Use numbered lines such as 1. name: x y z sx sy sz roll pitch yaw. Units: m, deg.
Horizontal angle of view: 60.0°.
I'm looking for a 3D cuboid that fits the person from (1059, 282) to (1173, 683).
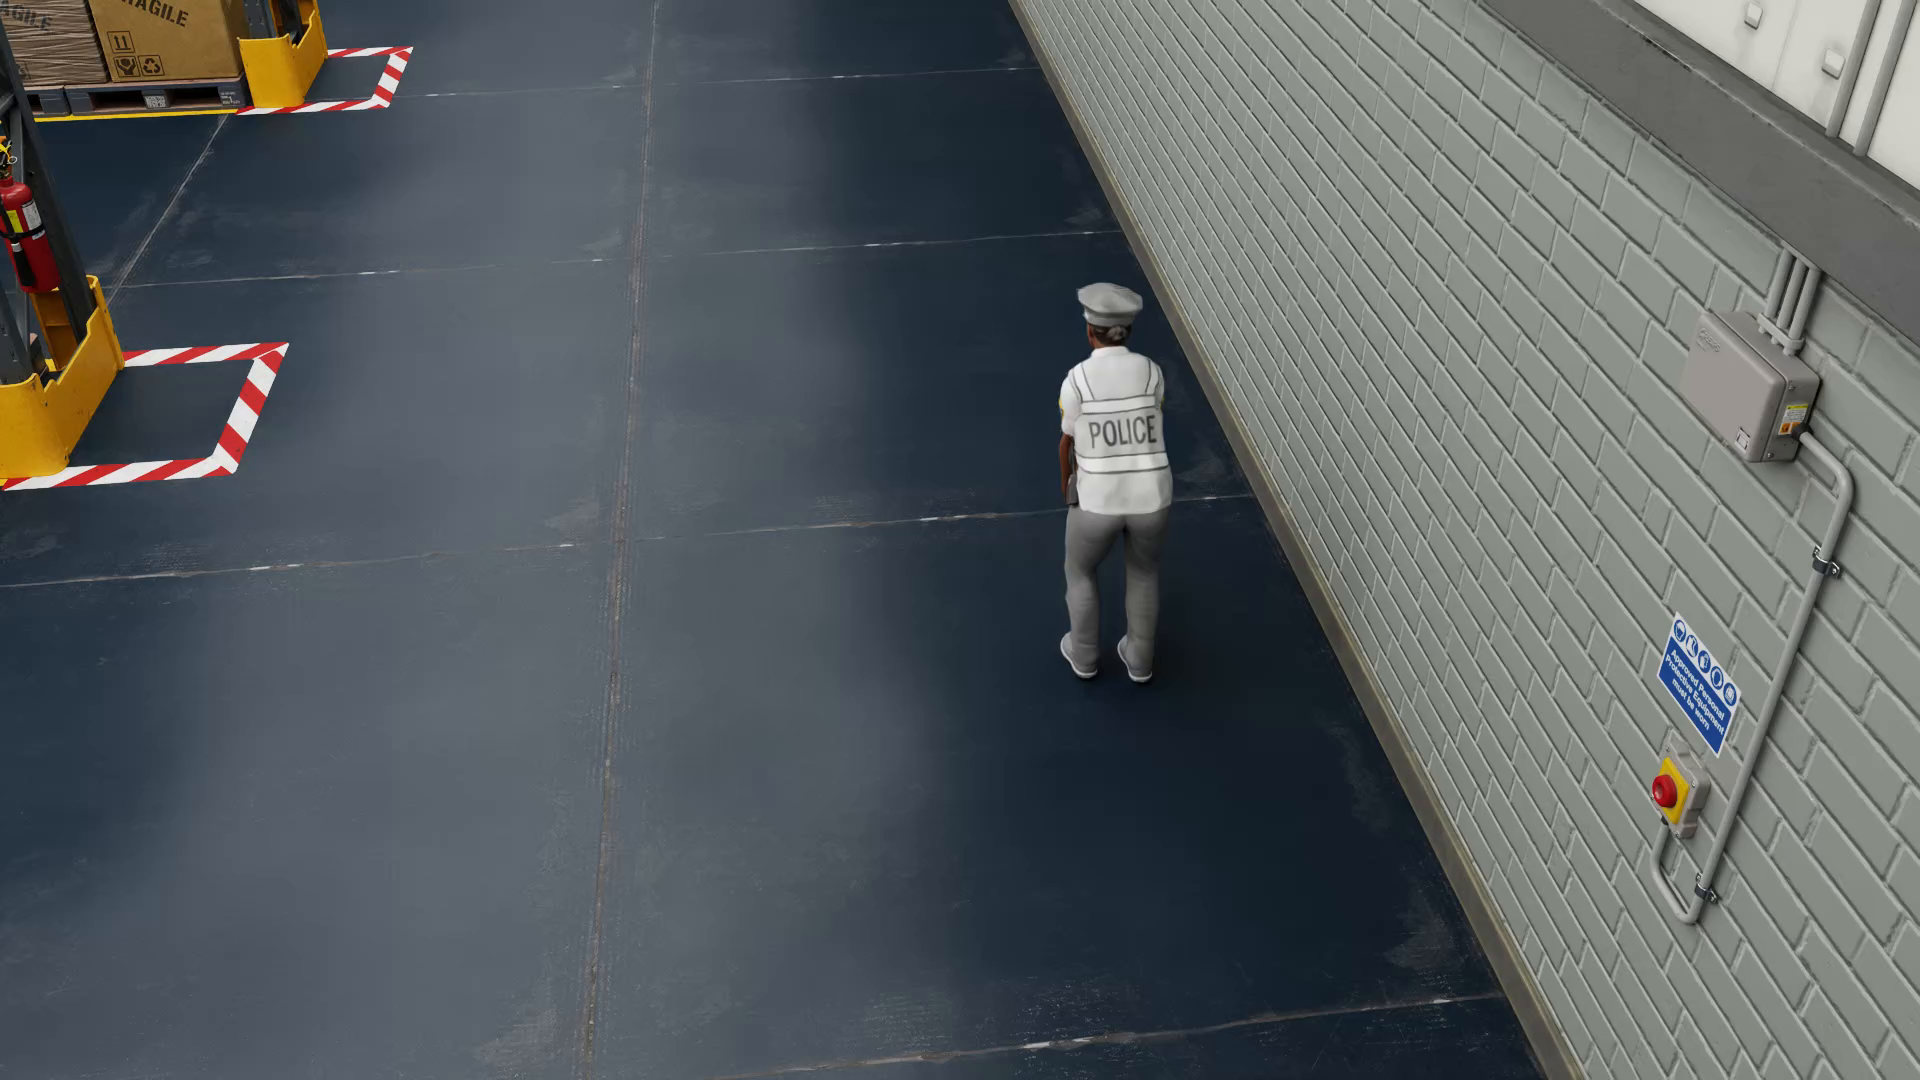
1. person: 0.587 -0.171 6.456 0.413 1.595 0.575 -5 35 -7
